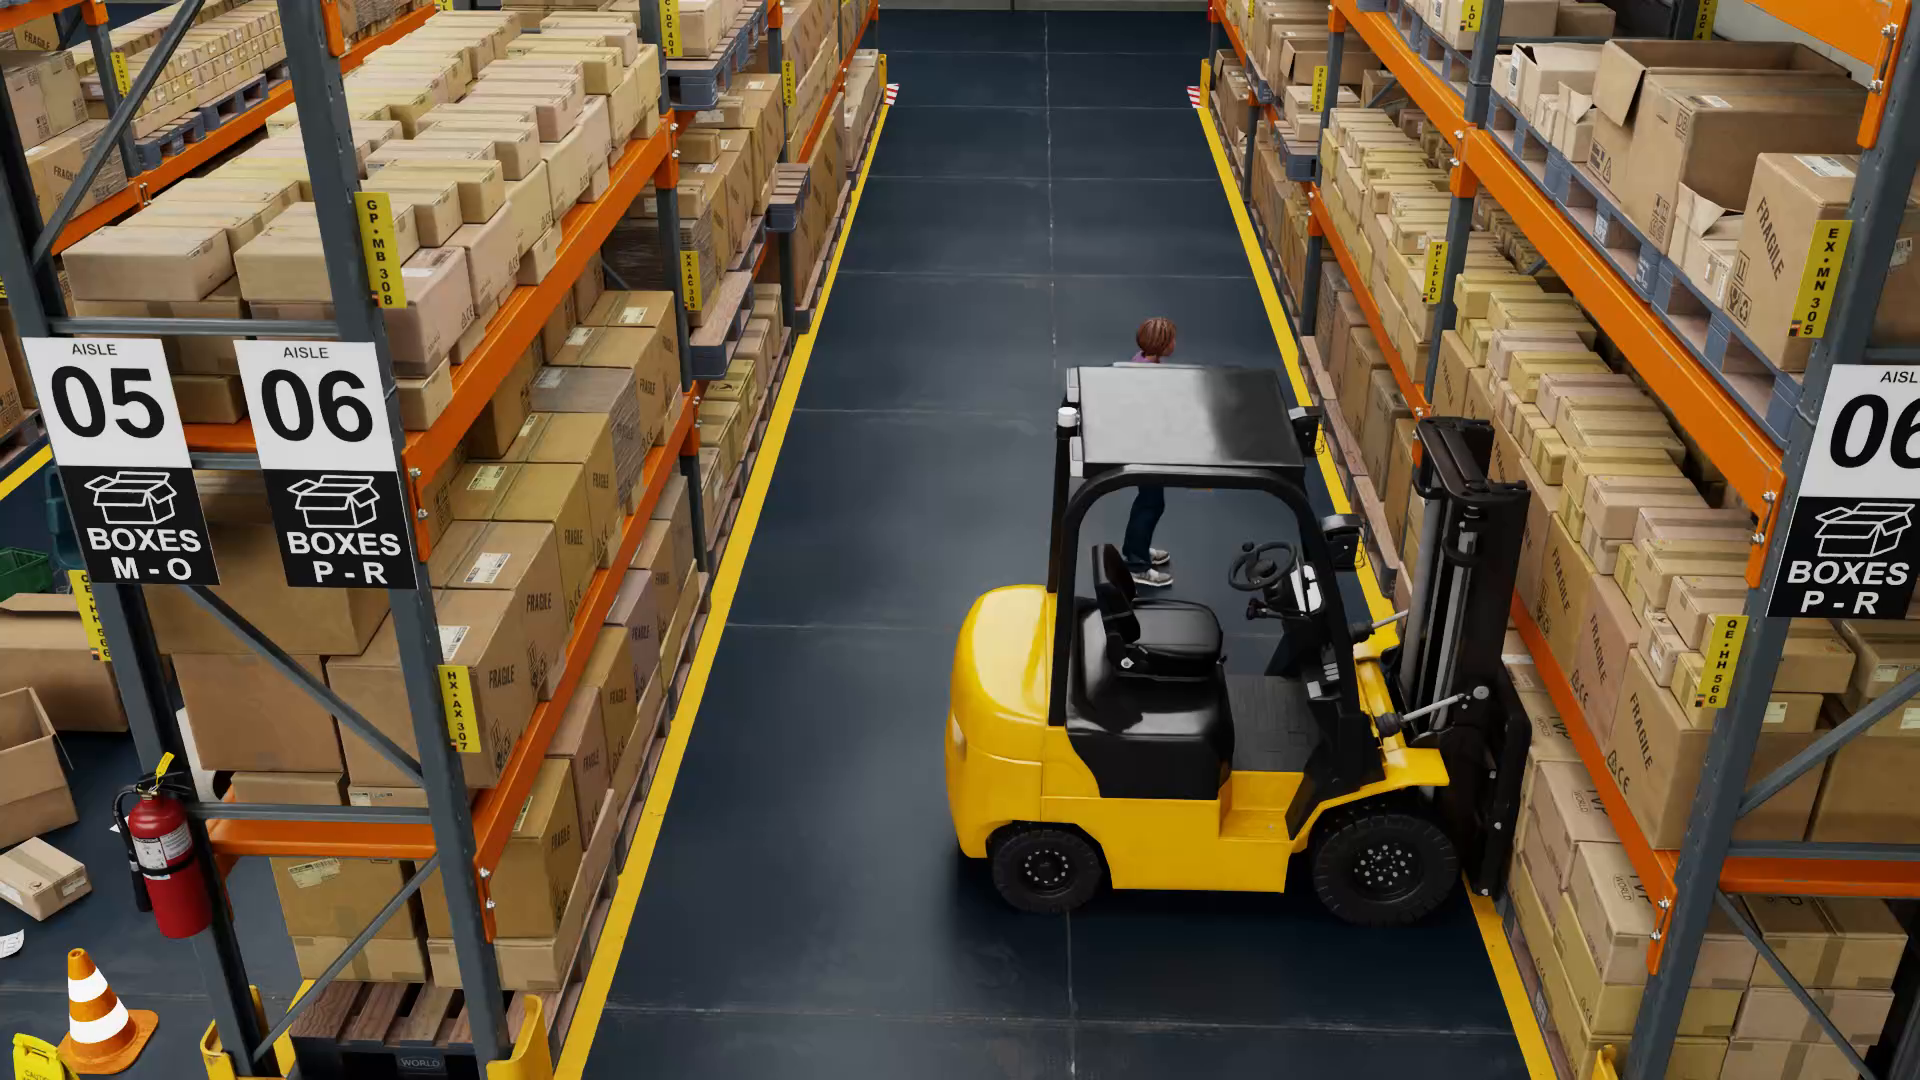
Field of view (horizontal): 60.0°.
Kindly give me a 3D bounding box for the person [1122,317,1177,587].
[{"bbox_3d":[1.109,-0.525,9.597,0.371,1.602,0.445,0,28,1],"label":"person"}]
